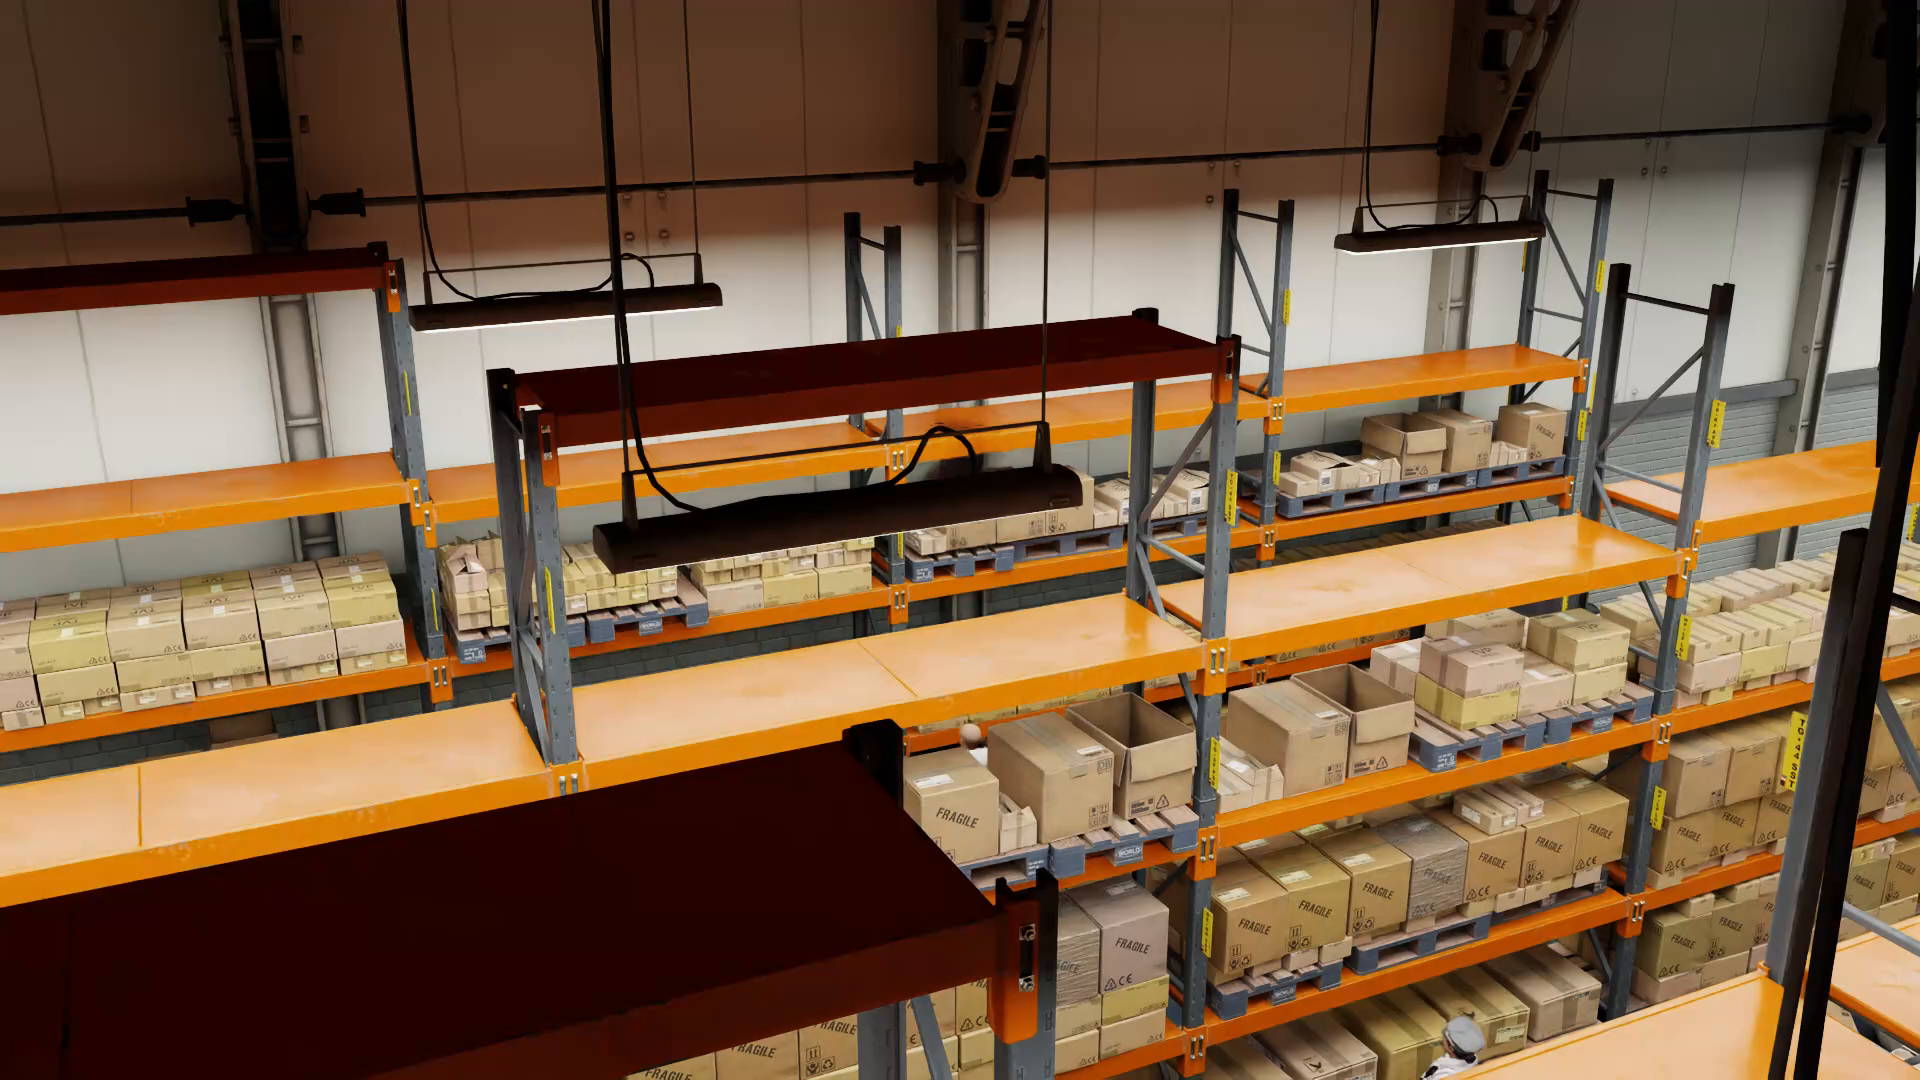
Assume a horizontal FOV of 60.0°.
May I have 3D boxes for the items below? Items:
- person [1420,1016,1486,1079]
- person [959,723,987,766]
[{"bbox_3d":[3.148,3.847,10.853,0.406,1.698,0.492,6,20,16],"label":"person"},{"bbox_3d":[0.061,2.399,14.446,0.436,1.783,0.654,12,22,32],"label":"person"}]
